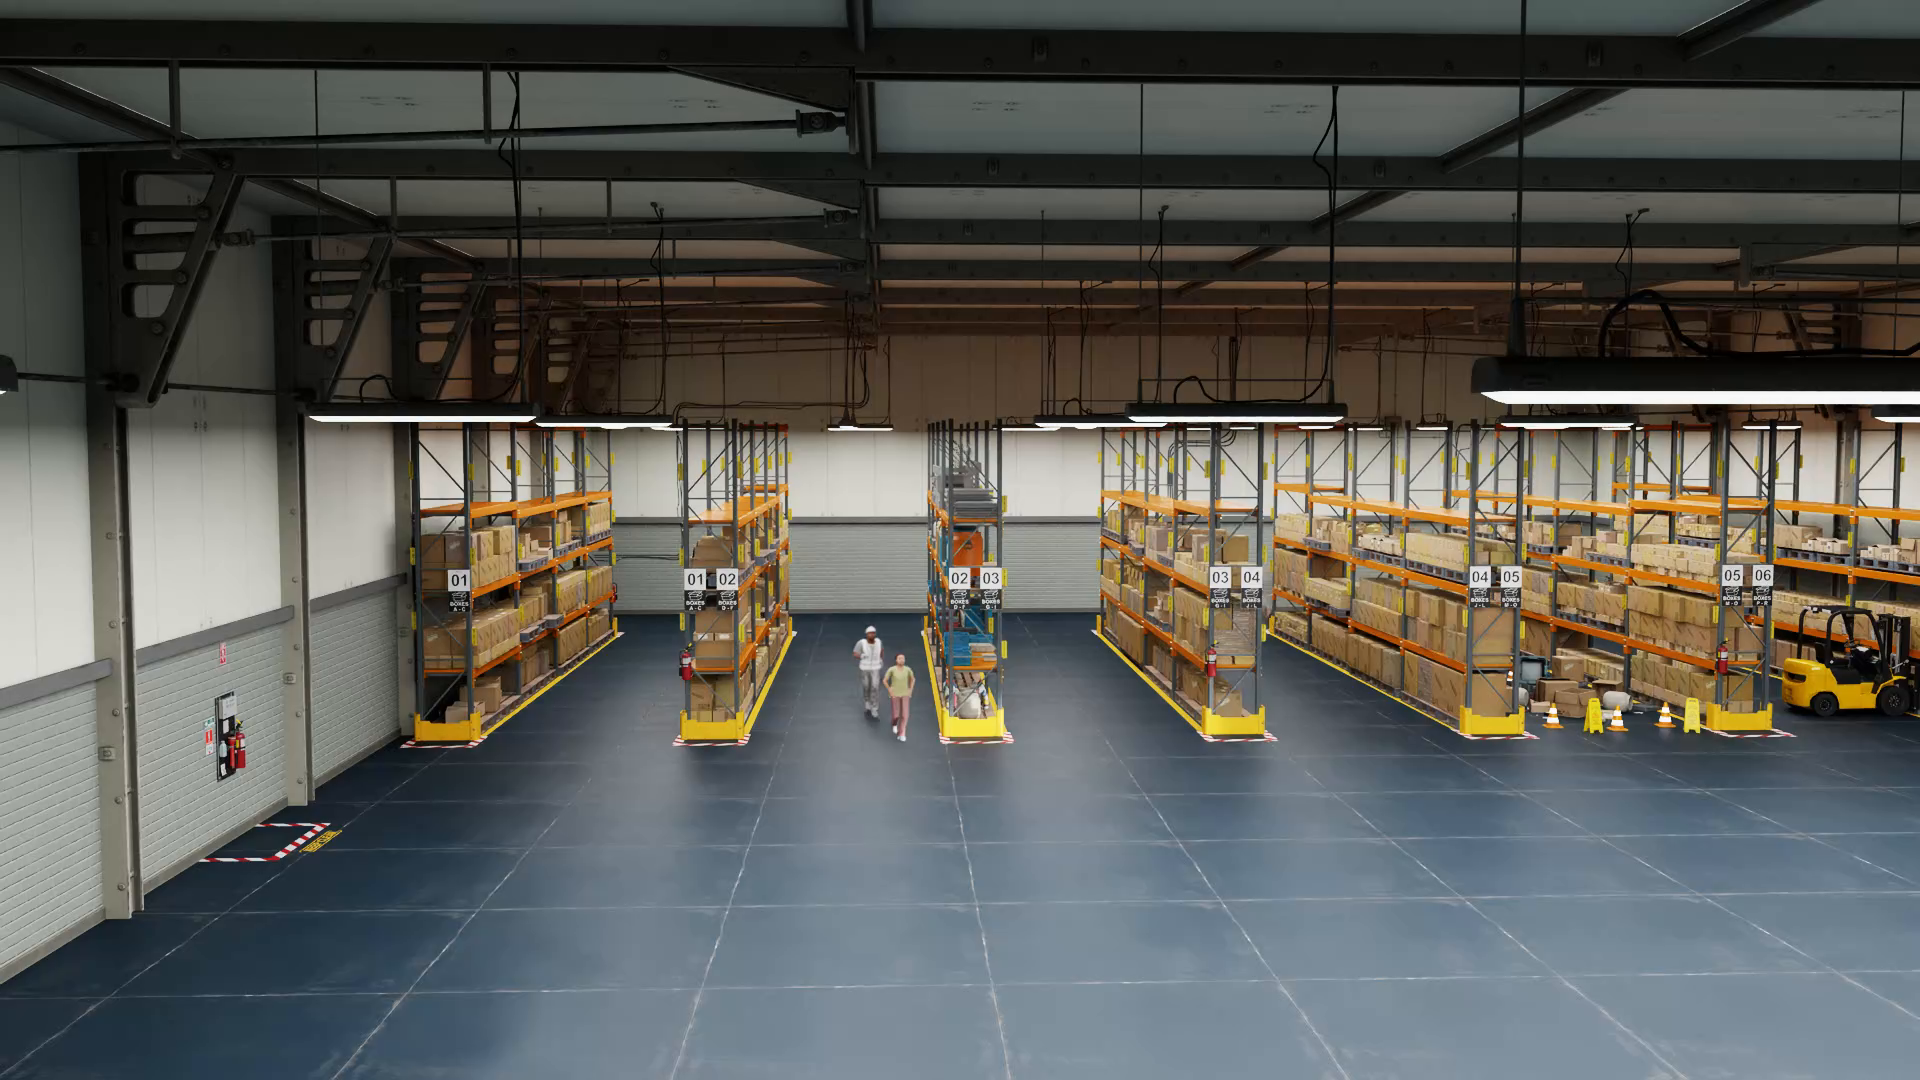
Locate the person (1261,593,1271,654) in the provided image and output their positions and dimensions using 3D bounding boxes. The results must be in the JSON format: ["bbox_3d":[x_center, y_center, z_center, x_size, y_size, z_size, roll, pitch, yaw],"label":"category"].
[{"bbox_3d":[7.823,2.127,43.452,0.567,1.649,0.748,0,4,6],"label":"person"}]

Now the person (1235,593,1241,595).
[{"bbox_3d":[7.692,1.844,47.219,0.805,1.738,0.836,1,4,14],"label":"person"}]

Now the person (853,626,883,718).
[{"bbox_3d":[-1.858,2.657,33.867,0.655,1.816,0.899,-1,4,-10],"label":"person"}]

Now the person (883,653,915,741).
[{"bbox_3d":[-1.122,2.915,31.122,0.611,1.621,0.691,-1,4,-11],"label":"person"}]
